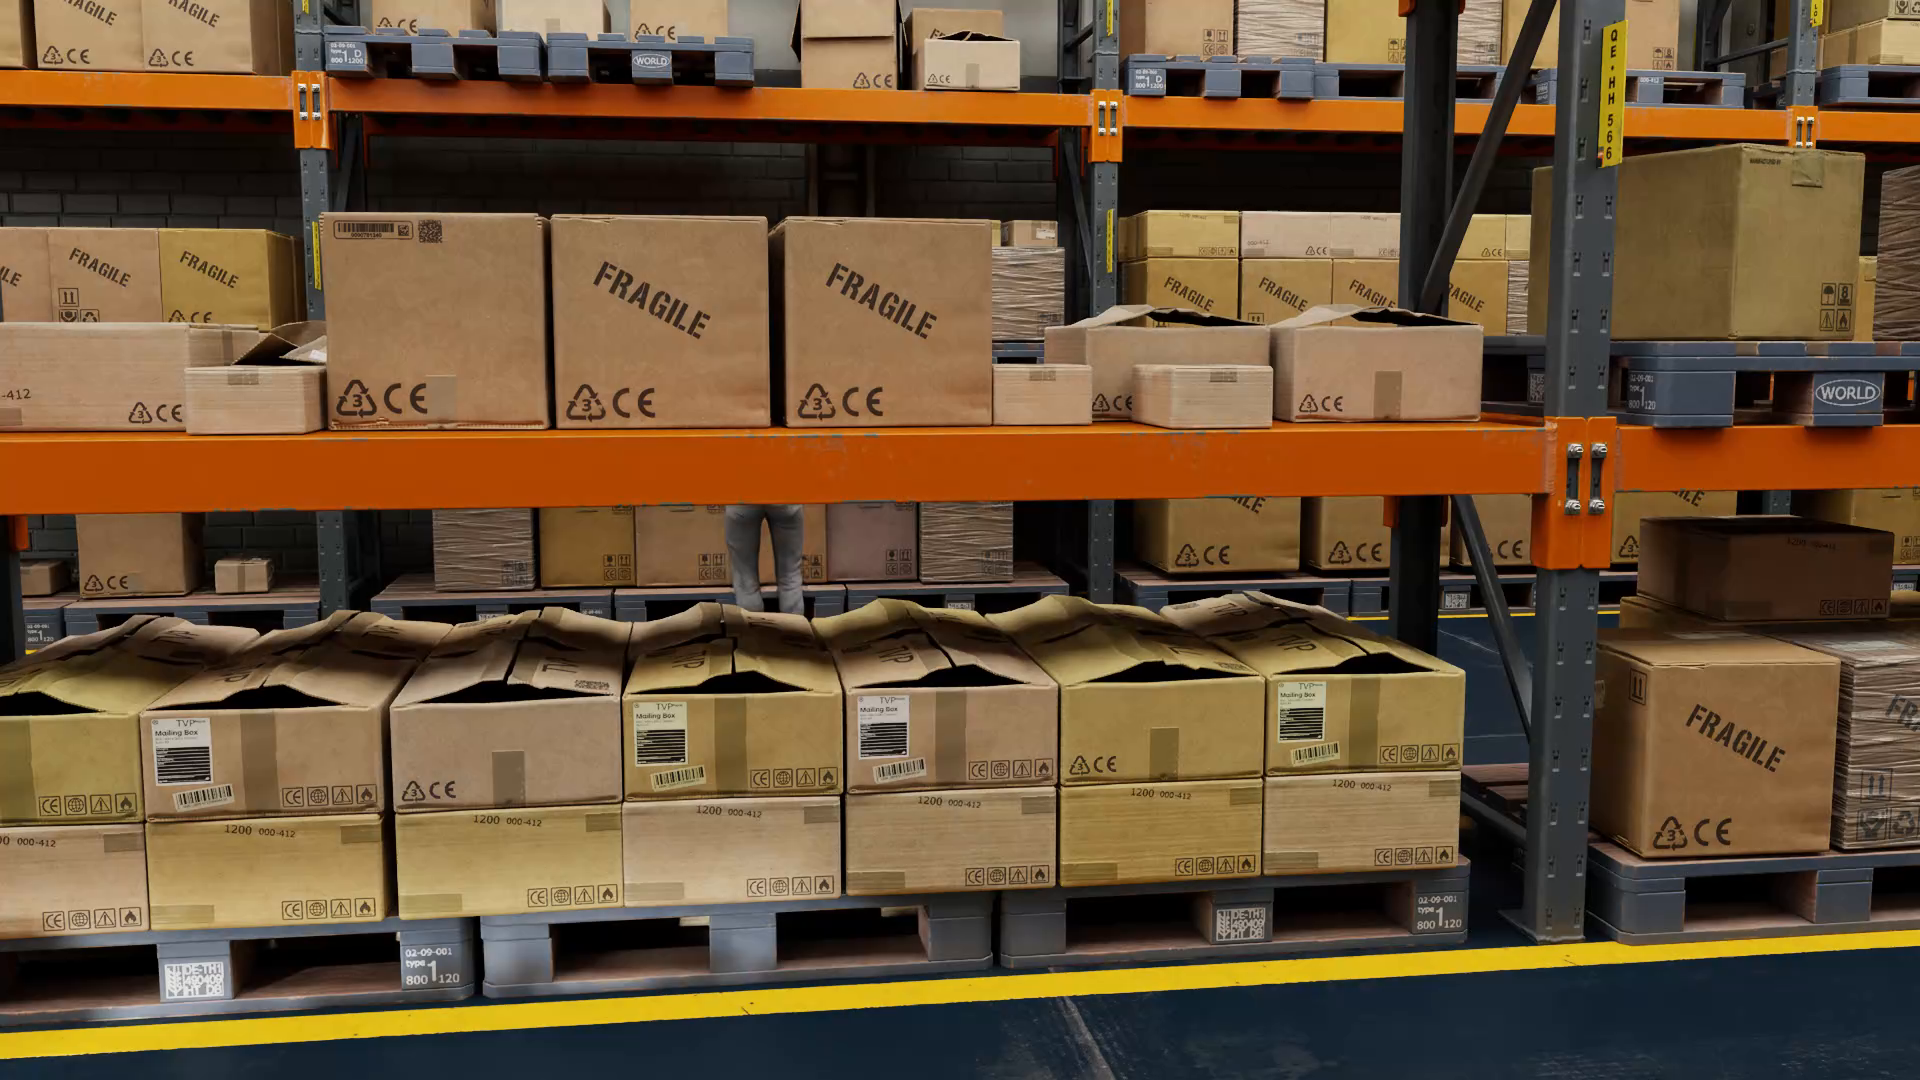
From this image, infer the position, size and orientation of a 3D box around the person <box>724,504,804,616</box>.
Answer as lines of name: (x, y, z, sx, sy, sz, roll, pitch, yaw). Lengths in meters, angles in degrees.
person: (-0.903, -0.173, 7.479, 0.426, 1.598, 0.477, -2, 7, -13)
